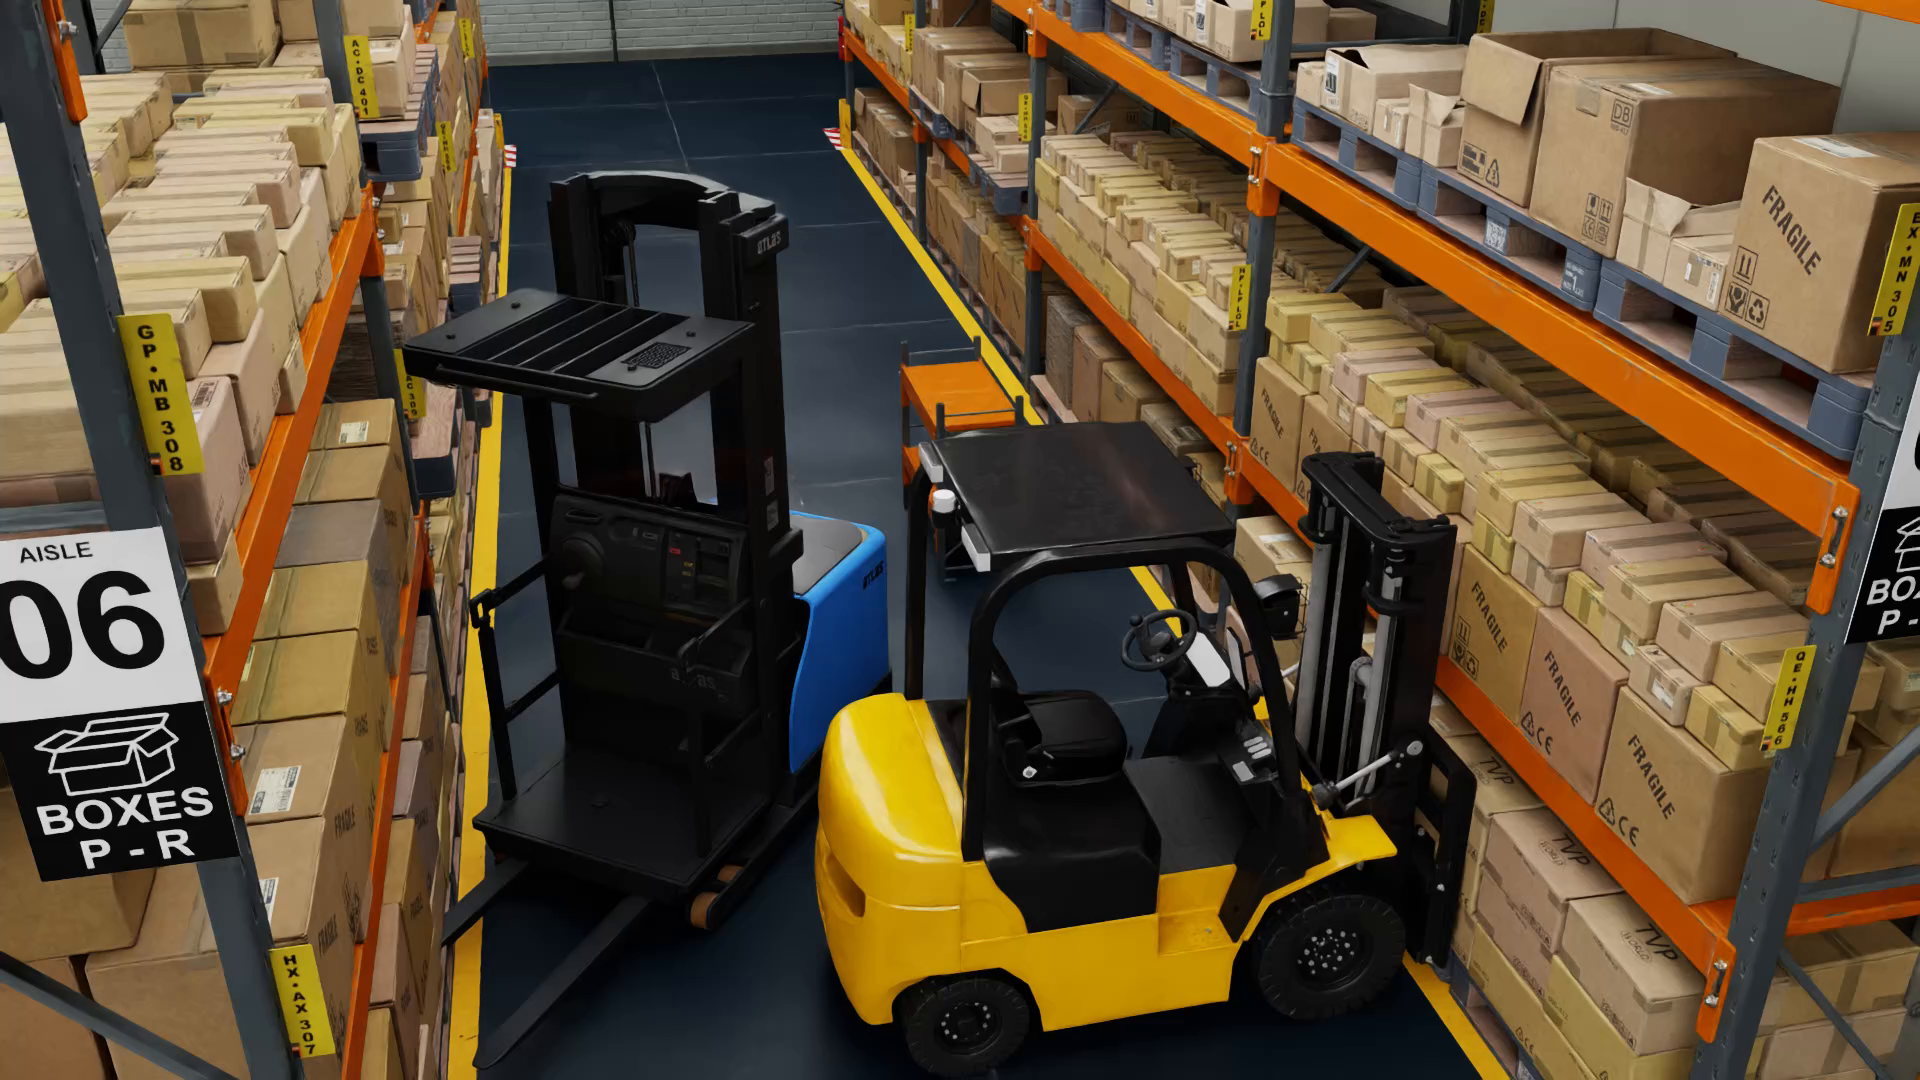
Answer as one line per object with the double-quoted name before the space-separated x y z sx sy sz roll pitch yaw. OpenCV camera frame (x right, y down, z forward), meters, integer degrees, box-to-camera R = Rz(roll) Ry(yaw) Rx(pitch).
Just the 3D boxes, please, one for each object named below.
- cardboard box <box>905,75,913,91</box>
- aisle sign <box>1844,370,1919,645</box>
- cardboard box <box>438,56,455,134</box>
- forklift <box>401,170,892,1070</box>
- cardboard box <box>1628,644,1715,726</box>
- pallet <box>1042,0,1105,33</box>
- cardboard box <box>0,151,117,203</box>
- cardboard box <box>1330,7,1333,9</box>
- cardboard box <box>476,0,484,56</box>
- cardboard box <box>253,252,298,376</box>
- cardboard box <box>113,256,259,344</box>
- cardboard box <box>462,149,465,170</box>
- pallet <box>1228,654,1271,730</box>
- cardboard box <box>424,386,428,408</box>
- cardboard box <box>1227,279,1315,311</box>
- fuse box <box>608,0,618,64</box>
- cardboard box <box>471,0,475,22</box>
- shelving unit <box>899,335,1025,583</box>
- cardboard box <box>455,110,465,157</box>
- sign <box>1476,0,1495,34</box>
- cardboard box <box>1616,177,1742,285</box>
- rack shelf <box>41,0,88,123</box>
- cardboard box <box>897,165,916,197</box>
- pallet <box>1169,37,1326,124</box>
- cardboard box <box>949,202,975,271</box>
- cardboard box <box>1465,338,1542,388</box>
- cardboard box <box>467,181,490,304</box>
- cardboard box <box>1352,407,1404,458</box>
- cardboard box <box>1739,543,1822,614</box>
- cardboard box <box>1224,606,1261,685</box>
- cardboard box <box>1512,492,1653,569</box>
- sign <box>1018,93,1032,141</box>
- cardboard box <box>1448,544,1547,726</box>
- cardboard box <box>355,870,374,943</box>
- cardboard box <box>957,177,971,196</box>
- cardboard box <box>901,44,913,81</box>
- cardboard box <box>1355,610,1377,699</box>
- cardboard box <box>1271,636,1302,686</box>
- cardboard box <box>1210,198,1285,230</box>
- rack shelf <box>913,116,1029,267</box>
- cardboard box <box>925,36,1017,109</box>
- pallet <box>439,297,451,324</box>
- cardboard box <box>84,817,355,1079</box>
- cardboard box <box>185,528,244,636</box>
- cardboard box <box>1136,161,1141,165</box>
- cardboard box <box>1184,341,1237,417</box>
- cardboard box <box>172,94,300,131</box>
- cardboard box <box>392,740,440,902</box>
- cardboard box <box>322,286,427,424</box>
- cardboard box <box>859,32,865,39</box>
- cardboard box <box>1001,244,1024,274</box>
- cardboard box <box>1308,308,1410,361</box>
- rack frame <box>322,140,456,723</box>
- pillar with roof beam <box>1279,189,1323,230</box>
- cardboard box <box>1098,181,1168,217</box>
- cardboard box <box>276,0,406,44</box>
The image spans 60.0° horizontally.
"cardboard box" -0.318 -4.377 15.872 0.380 0.149 0.250 -5 27 -10
"aisle sign" 2.513 -0.097 4.228 0.394 0.787 0.004 -6 27 -12
"cardboard box" -3.949 -3.179 11.999 0.500 0.500 0.500 -5 27 -10
"forklift" -1.400 0.111 6.776 1.130 2.935 3.031 11 29 21
"cardboard box" 2.347 0.438 5.223 0.380 0.149 0.250 -6 27 -11
"pallet" 1.222 -3.473 10.682 1.213 0.211 1.003 -5 27 -9
"cardboard box" -2.852 -1.091 5.147 0.380 0.149 0.250 -6 27 -12
"cardboard box" 1.710 -2.700 8.644 0.380 0.149 0.250 -6 27 -12
"cardboard box" -5.290 -5.373 17.455 0.500 0.500 0.500 -6 27 -11
"cardboard box" -2.149 -0.588 4.594 0.500 0.250 0.500 -5 27 -10
"cardboard box" -1.985 -0.592 4.158 0.380 0.149 0.250 -6 27 -12
"cardboard box" -4.199 -3.072 13.174 0.500 0.250 0.500 -7 28 -13
"pallet" 2.021 0.847 8.337 1.003 0.211 1.213 -6 27 -12
"cardboard box" -2.816 -0.706 8.132 0.380 0.149 0.250 -5 27 -11
"cardboard box" 1.590 -1.213 8.493 0.380 0.149 0.250 -5 27 -10
"fuse box" -4.870 -7.560 23.330 0.539 1.711 0.414 -6 27 -12
"cardboard box" -5.061 -5.373 16.345 0.500 0.500 0.500 -6 27 -12
"shelving unit" -0.002 -0.505 10.002 0.538 1.125 1.048 -6 27 -12
"cardboard box" -4.044 -3.076 12.627 0.500 0.250 0.500 -5 27 -11
"sign" 2.423 -2.413 7.712 0.100 0.325 0.005 -6 27 -12
"cardboard box" 2.245 -0.950 5.047 0.396 0.266 0.258 -6 27 -11
"rack shelf" -2.501 -1.723 4.478 1.077 0.370 4.000 -6 27 -12
"cardboard box" -0.412 -3.601 16.624 0.396 0.266 0.258 -5 27 -10
"pallet" 1.672 -2.391 8.541 0.805 0.209 1.217 -7 28 -14
"cardboard box" 0.208 -2.647 14.473 0.500 0.500 0.500 -7 28 -13
"cardboard box" 2.456 -0.776 7.297 0.380 0.149 0.250 -6 27 -13
"cardboard box" -4.326 -2.336 13.442 0.875 0.875 0.875 -5 27 -10
"cardboard box" 1.885 -0.462 7.006 0.380 0.149 0.250 -6 27 -12
"cardboard box" 2.818 0.136 5.490 0.380 0.149 0.250 -5 27 -11
"cardboard box" 1.670 0.535 8.446 0.500 0.250 0.500 -6 27 -11
"cardboard box" 2.177 -0.035 5.829 0.380 0.149 0.250 -5 27 -10
"sign" 0.455 -2.929 11.527 0.100 0.325 0.005 -6 27 -12
"cardboard box" 2.194 0.317 6.181 0.500 0.500 0.500 -6 27 -13
"cardboard box" -1.989 1.103 5.015 0.380 0.149 0.250 -6 27 -11
"cardboard box" 0.184 -3.095 14.642 0.380 0.149 0.250 -6 27 -12
"cardboard box" -0.272 -4.528 15.728 0.500 0.250 0.500 -5 27 -10
"cardboard box" 1.915 0.530 7.347 0.500 0.250 0.500 -5 27 -10
"cardboard box" 1.807 0.531 7.901 0.500 0.250 0.500 -6 27 -12
"cardboard box" 1.715 -1.935 9.924 0.380 0.149 0.250 -6 27 -11
"rack shelf" 0.531 -3.064 13.789 1.077 0.370 4.000 -6 27 -12
"cardboard box" 0.088 -4.033 14.334 0.700 0.500 0.500 -6 27 -11
"pallet" -3.368 -1.051 9.216 1.003 0.211 1.213 -6 27 -12
"cardboard box" -1.887 1.097 4.306 0.500 0.500 0.500 -6 27 -12
"cardboard box" -1.809 0.105 3.662 0.380 0.149 0.250 -6 27 -12
"cardboard box" 1.354 -2.494 11.474 0.500 0.250 0.500 -5 27 -10
"cardboard box" 1.515 -0.879 8.828 0.500 0.250 0.500 -5 27 -10
"cardboard box" -2.563 -1.482 5.921 0.380 0.149 0.250 -5 27 -10
"cardboard box" -2.325 1.139 6.417 0.500 0.500 0.500 -5 27 -9
"cardboard box" -2.778 -0.845 7.688 0.500 0.500 0.500 -5 27 -10
"cardboard box" -0.912 -5.628 18.350 0.380 0.149 0.250 -5 27 -10
"cardboard box" 0.532 -2.176 12.820 0.380 0.149 0.250 -7 28 -14
"cardboard box" 1.830 -0.944 7.630 0.380 0.149 0.250 -6 27 -11
"rack frame" -2.952 -0.245 7.407 1.000 3.000 0.127 -6 27 -12
"pillar with roof beam" -2.041 -4.267 8.717 9.100 9.000 0.400 -6 27 -12
"cardboard box" 1.068 -2.106 10.262 0.380 0.149 0.250 -5 27 -11
"cardboard box" -2.815 -2.443 7.578 0.500 0.250 0.500 -7 28 -13
